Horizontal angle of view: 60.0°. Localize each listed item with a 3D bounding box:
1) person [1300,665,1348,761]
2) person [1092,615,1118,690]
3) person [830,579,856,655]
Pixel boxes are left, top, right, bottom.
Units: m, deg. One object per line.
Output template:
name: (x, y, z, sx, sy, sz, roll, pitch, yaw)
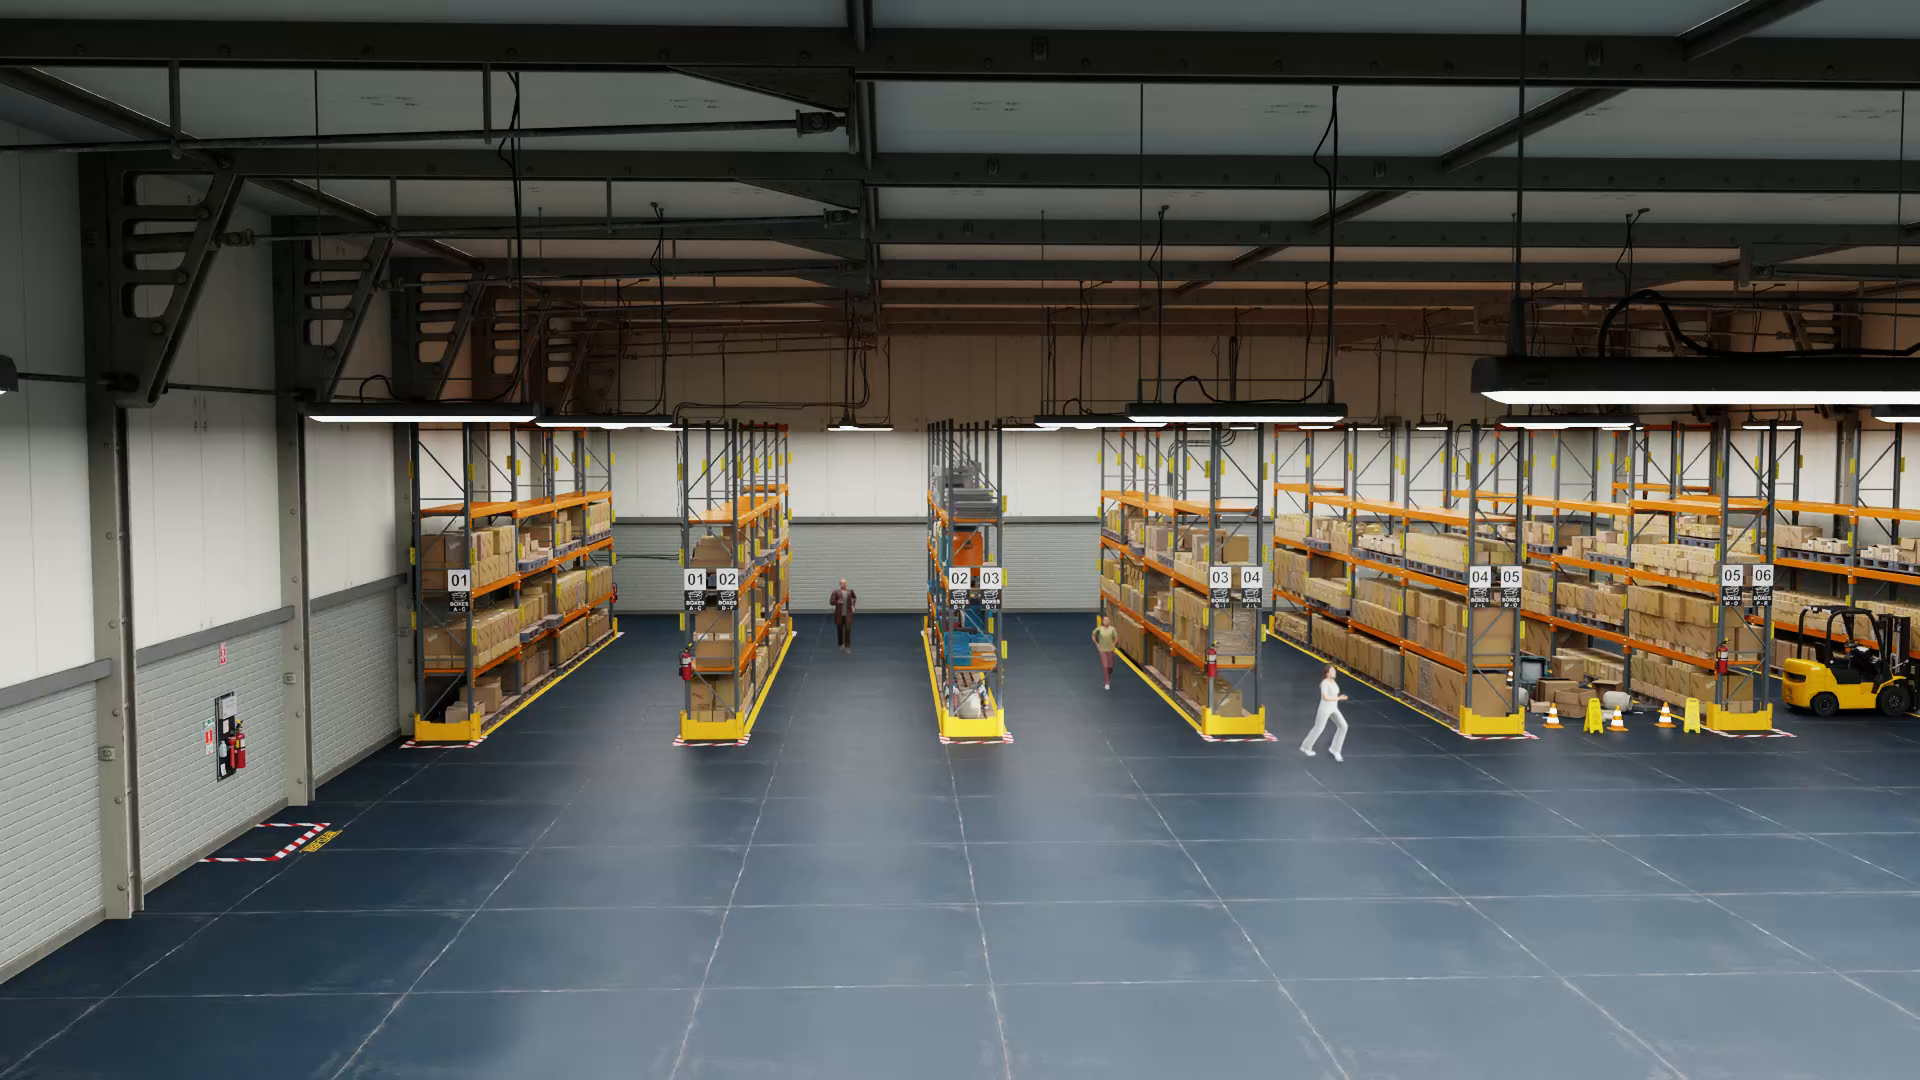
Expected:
person: (6.433, 3.021, 29.187, 0.875, 1.697, 0.572, 3, 5, 42)
person: (3.269, 2.505, 37.448, 0.589, 1.653, 0.693, 0, 4, -5)
person: (-2.882, 1.884, 41.196, 0.693, 1.834, 0.809, -1, 4, -9)
